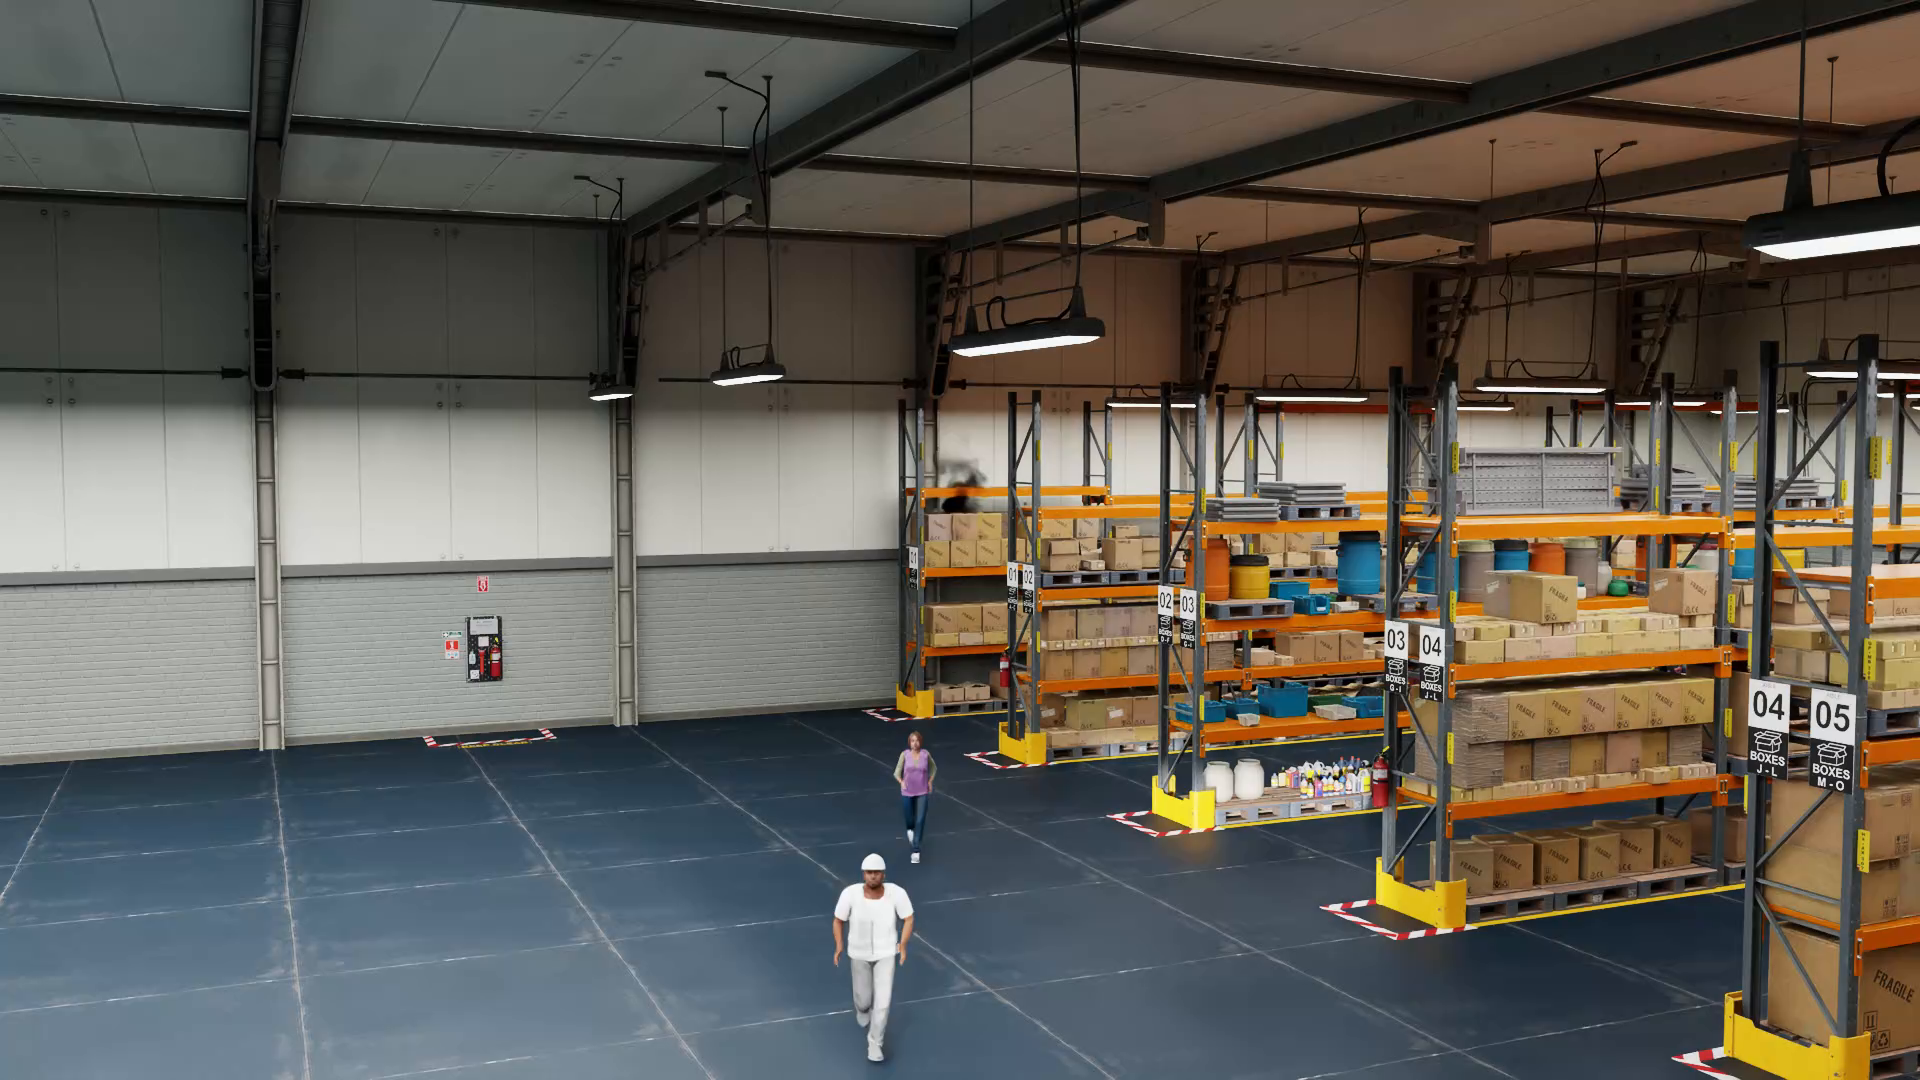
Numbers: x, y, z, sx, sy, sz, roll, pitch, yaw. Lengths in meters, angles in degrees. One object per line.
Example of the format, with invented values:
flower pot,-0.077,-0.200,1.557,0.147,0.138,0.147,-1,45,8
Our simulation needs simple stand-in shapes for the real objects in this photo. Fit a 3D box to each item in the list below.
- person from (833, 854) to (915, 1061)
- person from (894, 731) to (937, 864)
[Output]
person,-0.726,3.484,14.095,0.689,1.715,0.626,0,3,-2
person,-0.552,3.166,20.685,0.538,1.586,0.790,0,3,-3
